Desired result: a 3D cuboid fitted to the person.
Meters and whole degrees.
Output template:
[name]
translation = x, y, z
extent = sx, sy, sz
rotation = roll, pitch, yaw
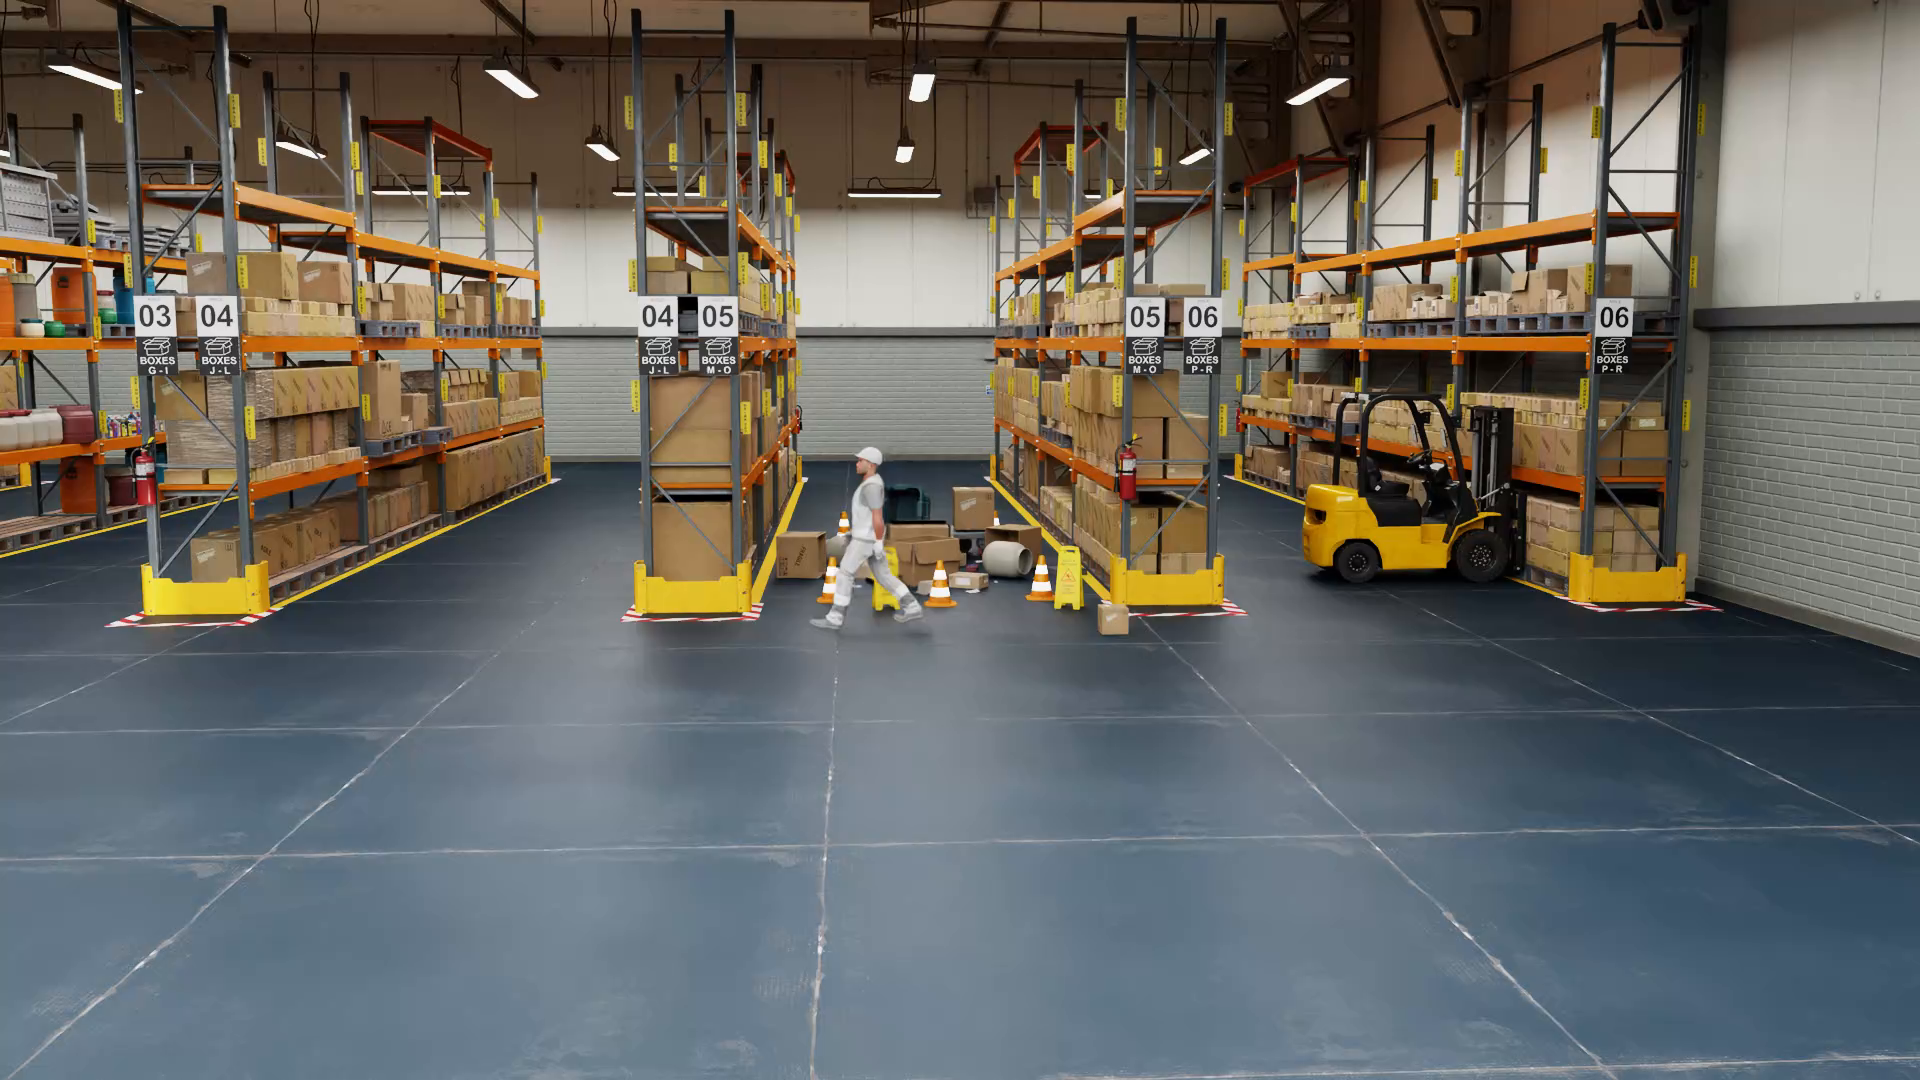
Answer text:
[person]
translation = -0.885, -0.013, 15.756
extent = 1.074, 1.743, 0.530
rotation = 1, 7, 5
